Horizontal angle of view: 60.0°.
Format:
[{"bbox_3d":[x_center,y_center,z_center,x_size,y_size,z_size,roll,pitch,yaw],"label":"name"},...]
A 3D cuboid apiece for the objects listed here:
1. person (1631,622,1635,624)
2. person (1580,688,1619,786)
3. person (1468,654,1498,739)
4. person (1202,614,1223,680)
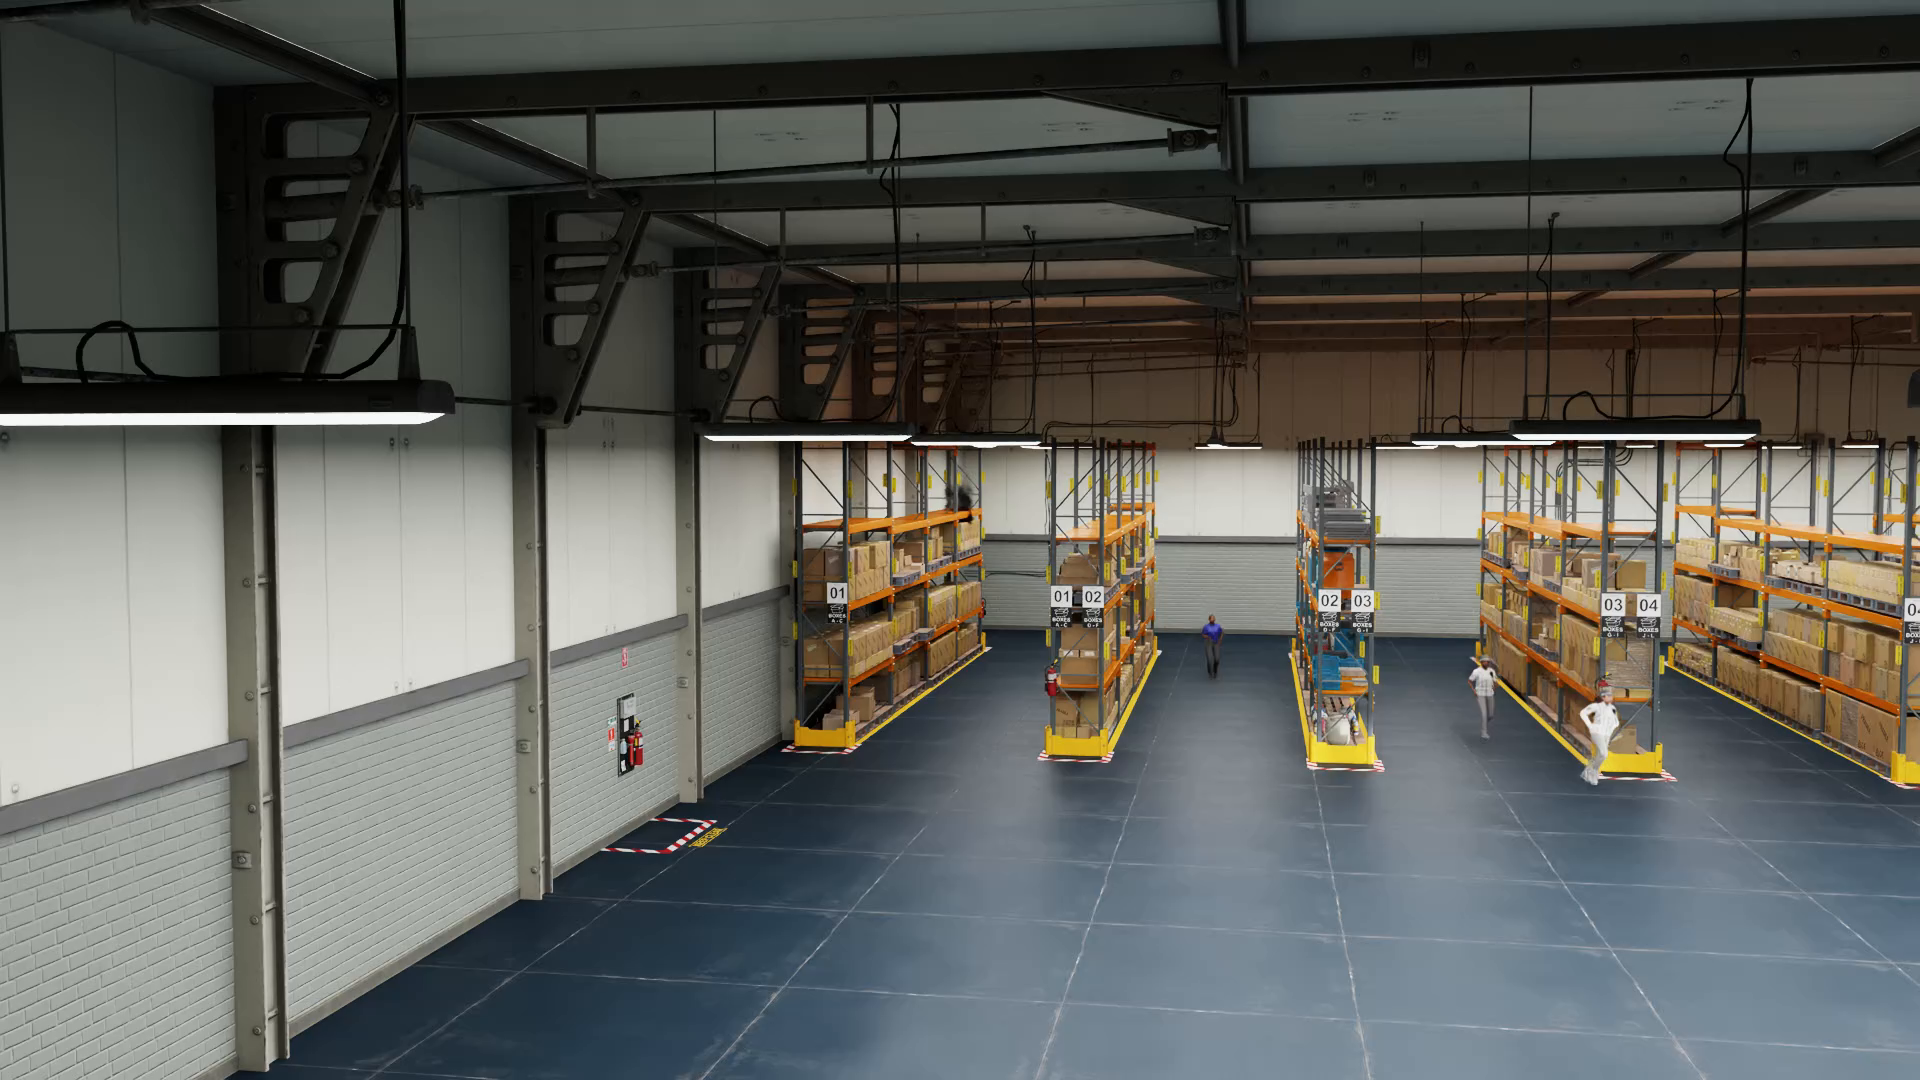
[{"bbox_3d":[17.764,2.510,44.350,0.803,1.723,0.902,1,3,22],"label":"person"},{"bbox_3d":[11.043,3.355,28.653,0.606,1.647,0.625,-1,3,-22],"label":"person"},{"bbox_3d":[10.527,3.121,33.418,0.584,1.661,0.707,0,3,0],"label":"person"},{"bbox_3d":[6.359,2.696,41.807,0.561,1.657,0.638,0,3,4],"label":"person"}]
